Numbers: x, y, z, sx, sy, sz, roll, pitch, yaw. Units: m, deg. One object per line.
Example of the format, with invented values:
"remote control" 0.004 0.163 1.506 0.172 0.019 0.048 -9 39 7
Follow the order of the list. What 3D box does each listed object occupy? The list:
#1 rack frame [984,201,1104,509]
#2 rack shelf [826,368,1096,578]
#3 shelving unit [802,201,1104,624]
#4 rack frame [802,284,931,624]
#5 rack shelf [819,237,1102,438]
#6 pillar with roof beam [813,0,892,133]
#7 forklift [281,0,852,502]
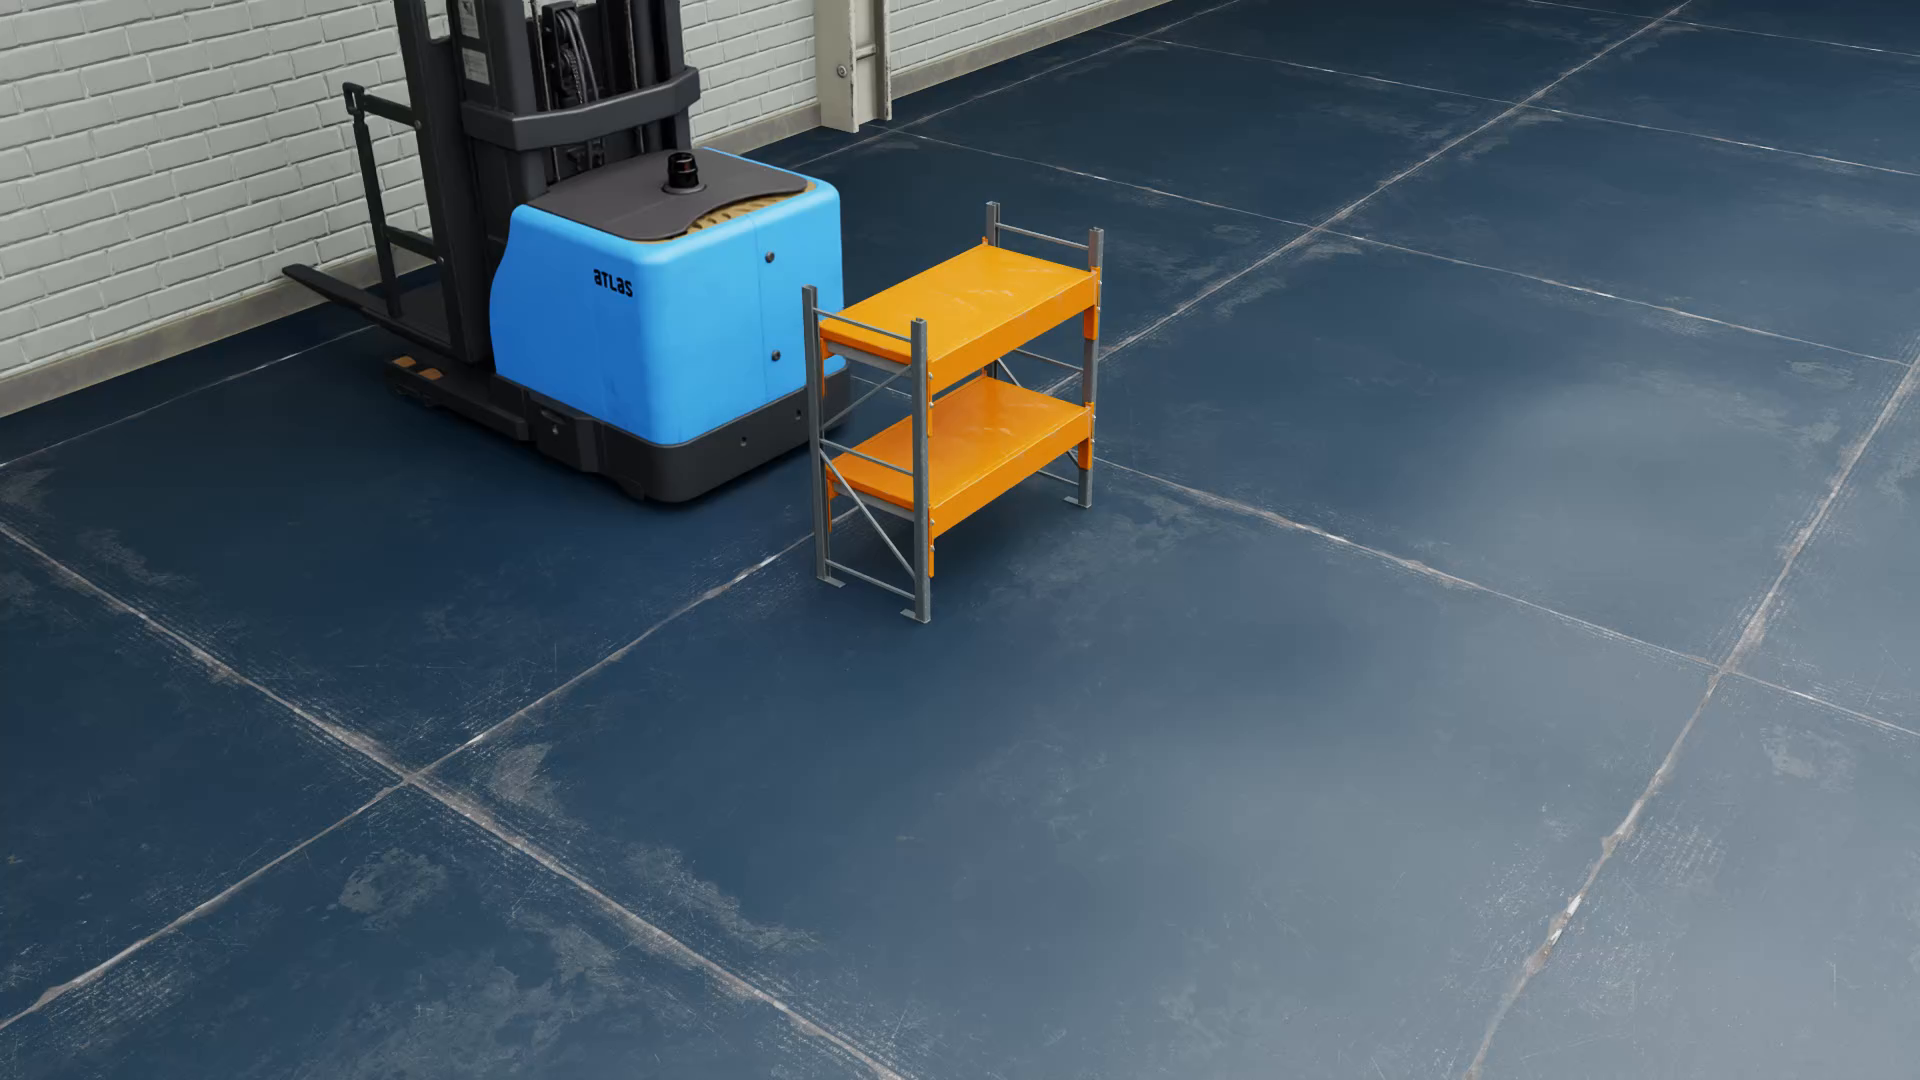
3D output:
"rack frame" 0.303 -0.688 6.307 0.500 1.125 0.032 21 37 31
"rack shelf" -0.004 -0.271 6.083 0.538 0.278 1.000 21 37 31
"shelving unit" -0.004 -0.481 5.959 0.538 1.125 1.048 21 37 31
"rack frame" -0.311 -0.275 5.610 0.500 1.125 0.032 21 37 31
"rack shelf" -0.004 -0.733 5.809 0.538 0.278 1.000 21 37 31
"pillar with roof beam" 2.747 -5.281 6.334 9.100 9.000 0.400 21 37 31
"forklift" -1.910 -2.020 6.784 3.031 2.935 1.130 23 38 34
